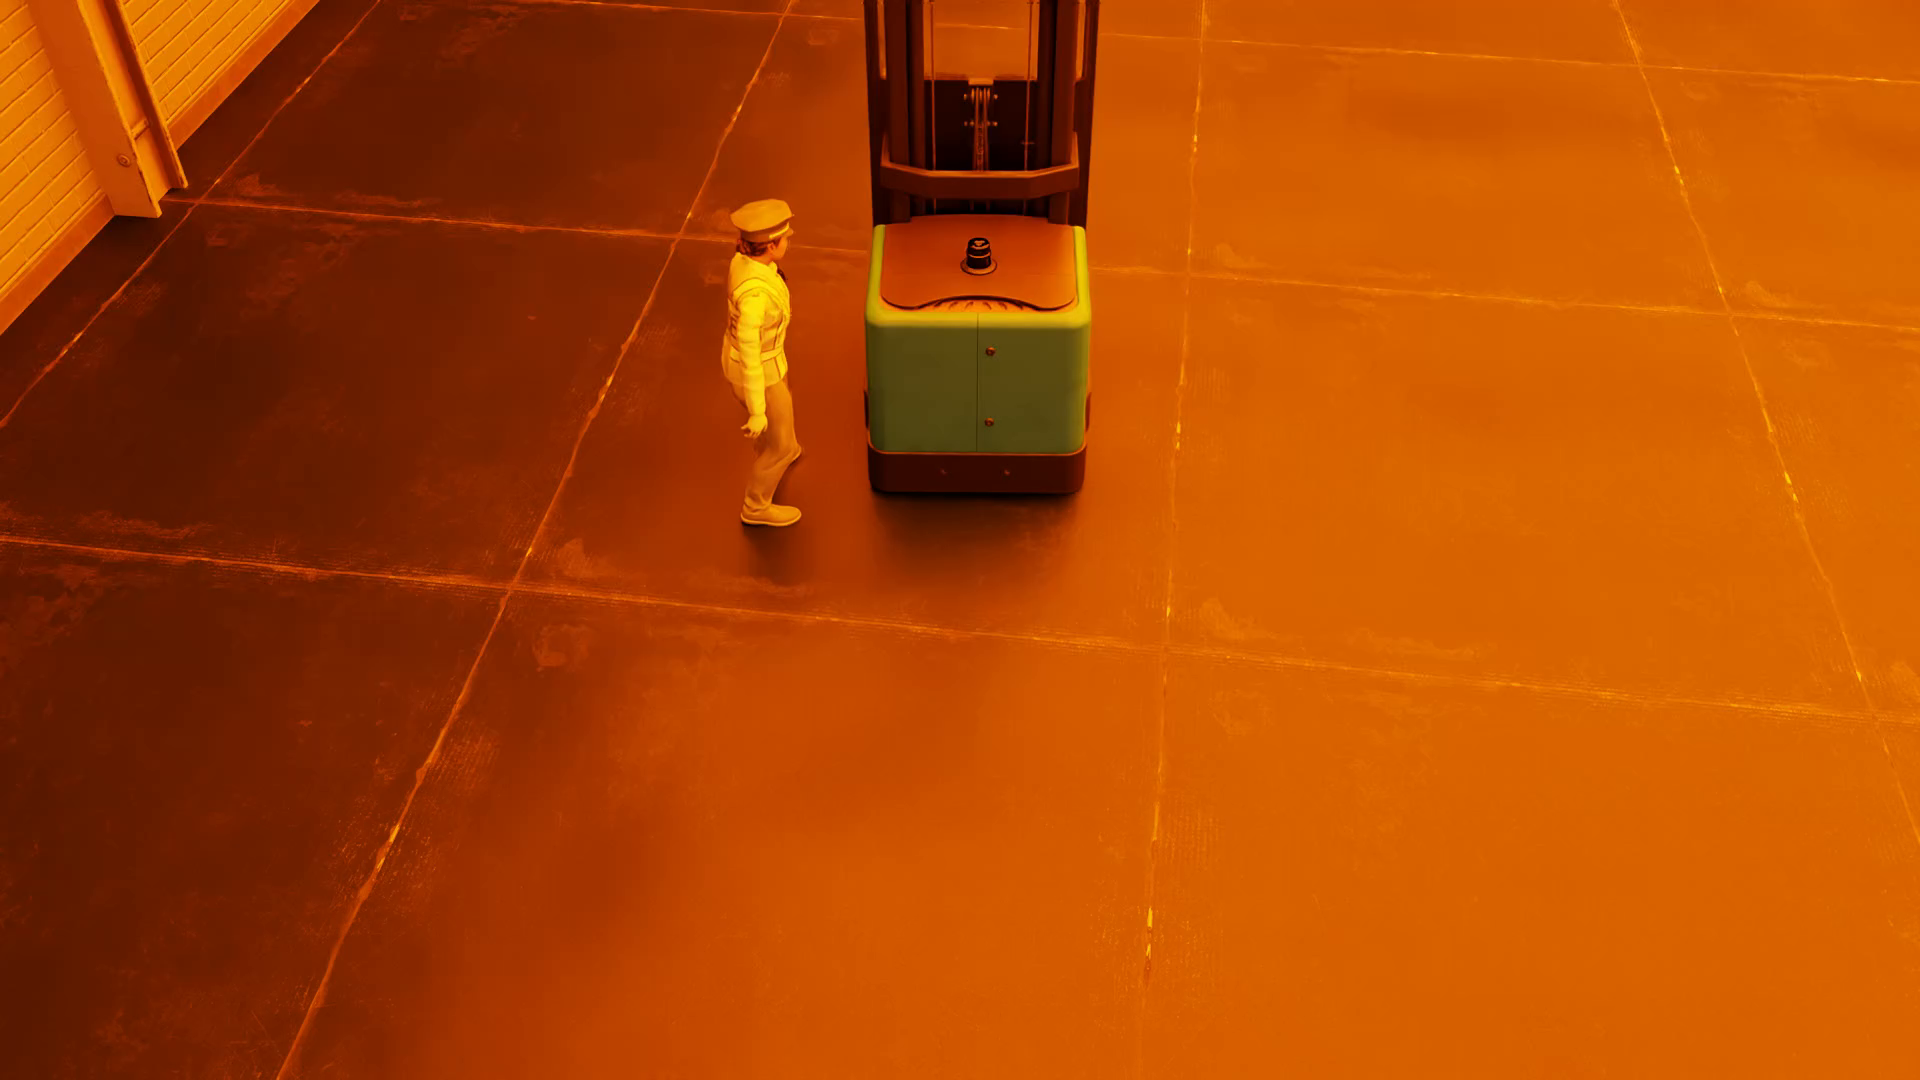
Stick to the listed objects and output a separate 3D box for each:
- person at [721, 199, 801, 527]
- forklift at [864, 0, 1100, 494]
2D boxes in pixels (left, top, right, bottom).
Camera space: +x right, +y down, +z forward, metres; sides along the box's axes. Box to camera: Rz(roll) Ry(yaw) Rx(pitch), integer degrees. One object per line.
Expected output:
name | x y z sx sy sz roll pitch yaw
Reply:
person | -0.894 -0.792 7.551 0.373 1.639 0.774 -8 43 -9
forklift | 0.104 -2.279 8.206 1.130 2.935 3.031 1 43 1
